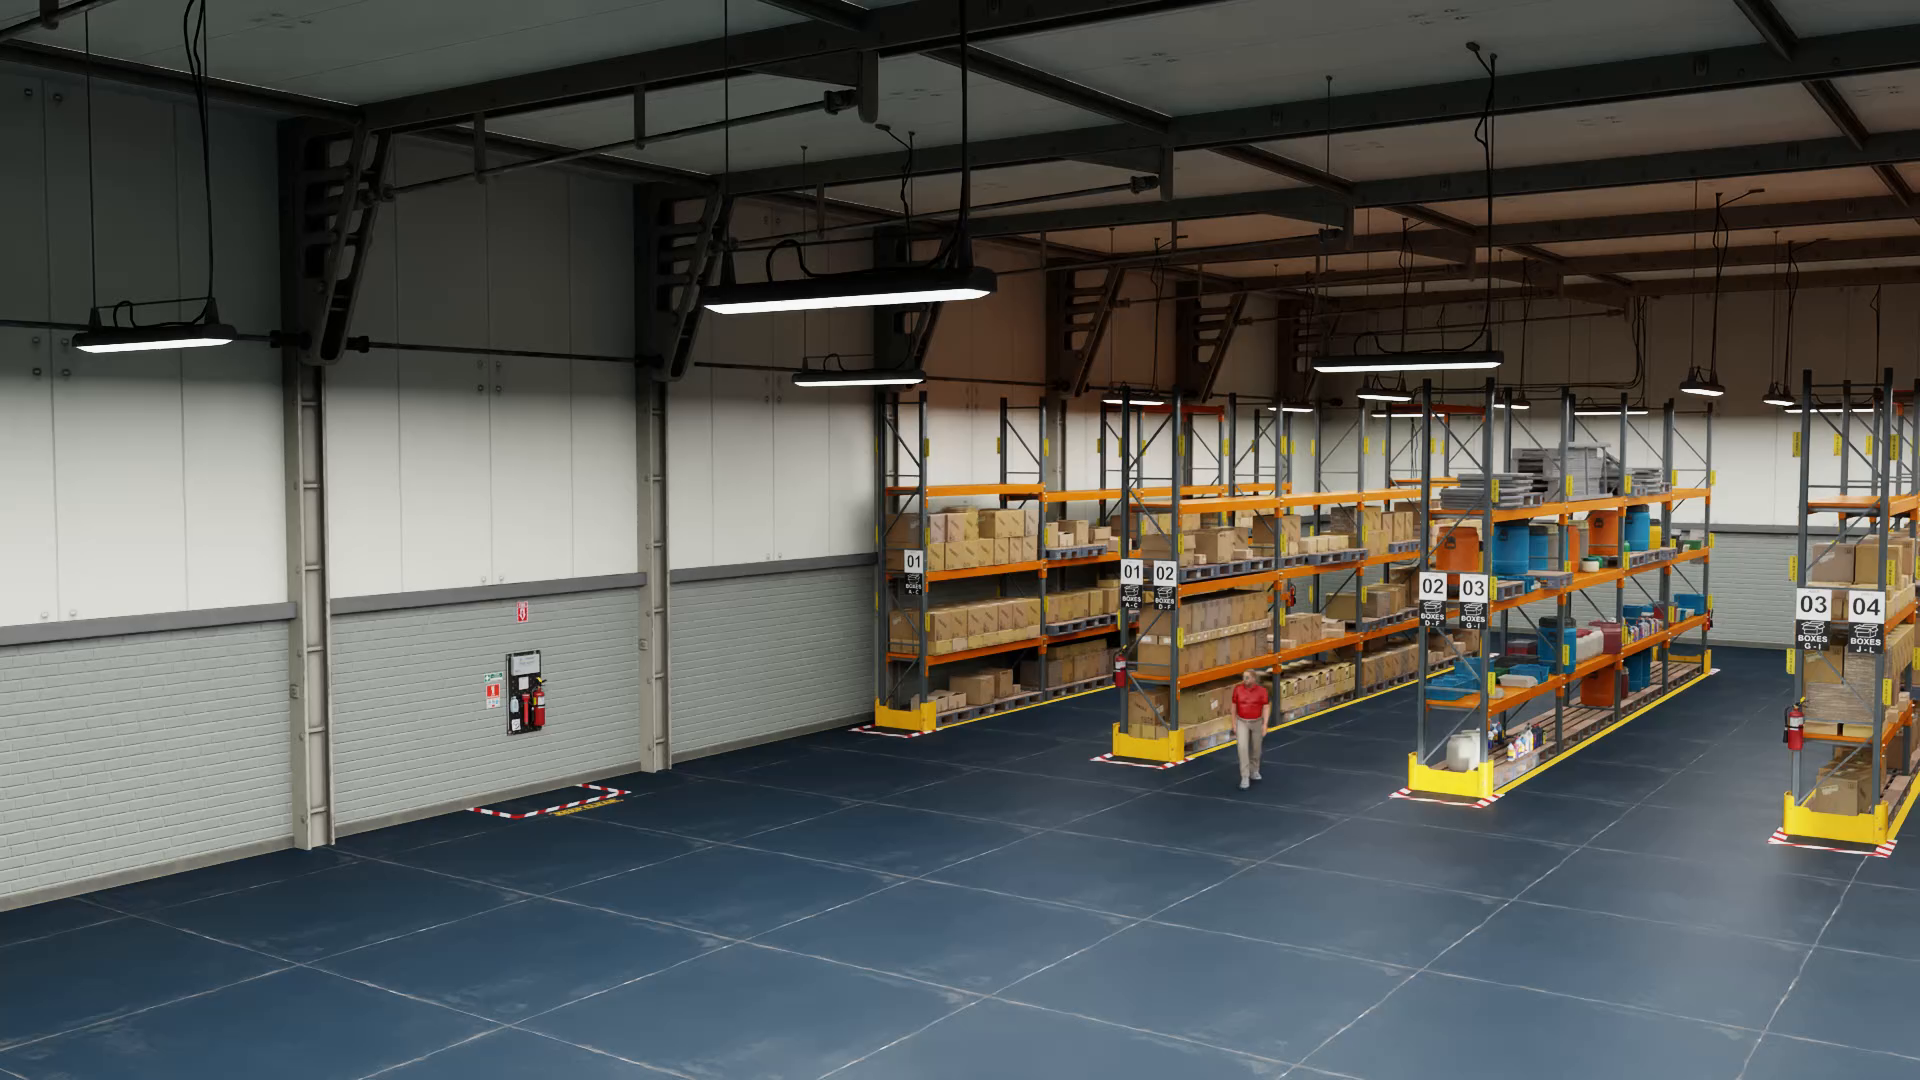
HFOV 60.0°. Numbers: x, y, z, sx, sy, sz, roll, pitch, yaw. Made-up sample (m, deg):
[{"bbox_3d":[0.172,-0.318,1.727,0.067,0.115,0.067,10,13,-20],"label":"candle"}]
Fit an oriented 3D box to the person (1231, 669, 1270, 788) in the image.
[{"bbox_3d":[4.316,2.760,24.714,0.561,1.695,0.913,1,3,9],"label":"person"}]
